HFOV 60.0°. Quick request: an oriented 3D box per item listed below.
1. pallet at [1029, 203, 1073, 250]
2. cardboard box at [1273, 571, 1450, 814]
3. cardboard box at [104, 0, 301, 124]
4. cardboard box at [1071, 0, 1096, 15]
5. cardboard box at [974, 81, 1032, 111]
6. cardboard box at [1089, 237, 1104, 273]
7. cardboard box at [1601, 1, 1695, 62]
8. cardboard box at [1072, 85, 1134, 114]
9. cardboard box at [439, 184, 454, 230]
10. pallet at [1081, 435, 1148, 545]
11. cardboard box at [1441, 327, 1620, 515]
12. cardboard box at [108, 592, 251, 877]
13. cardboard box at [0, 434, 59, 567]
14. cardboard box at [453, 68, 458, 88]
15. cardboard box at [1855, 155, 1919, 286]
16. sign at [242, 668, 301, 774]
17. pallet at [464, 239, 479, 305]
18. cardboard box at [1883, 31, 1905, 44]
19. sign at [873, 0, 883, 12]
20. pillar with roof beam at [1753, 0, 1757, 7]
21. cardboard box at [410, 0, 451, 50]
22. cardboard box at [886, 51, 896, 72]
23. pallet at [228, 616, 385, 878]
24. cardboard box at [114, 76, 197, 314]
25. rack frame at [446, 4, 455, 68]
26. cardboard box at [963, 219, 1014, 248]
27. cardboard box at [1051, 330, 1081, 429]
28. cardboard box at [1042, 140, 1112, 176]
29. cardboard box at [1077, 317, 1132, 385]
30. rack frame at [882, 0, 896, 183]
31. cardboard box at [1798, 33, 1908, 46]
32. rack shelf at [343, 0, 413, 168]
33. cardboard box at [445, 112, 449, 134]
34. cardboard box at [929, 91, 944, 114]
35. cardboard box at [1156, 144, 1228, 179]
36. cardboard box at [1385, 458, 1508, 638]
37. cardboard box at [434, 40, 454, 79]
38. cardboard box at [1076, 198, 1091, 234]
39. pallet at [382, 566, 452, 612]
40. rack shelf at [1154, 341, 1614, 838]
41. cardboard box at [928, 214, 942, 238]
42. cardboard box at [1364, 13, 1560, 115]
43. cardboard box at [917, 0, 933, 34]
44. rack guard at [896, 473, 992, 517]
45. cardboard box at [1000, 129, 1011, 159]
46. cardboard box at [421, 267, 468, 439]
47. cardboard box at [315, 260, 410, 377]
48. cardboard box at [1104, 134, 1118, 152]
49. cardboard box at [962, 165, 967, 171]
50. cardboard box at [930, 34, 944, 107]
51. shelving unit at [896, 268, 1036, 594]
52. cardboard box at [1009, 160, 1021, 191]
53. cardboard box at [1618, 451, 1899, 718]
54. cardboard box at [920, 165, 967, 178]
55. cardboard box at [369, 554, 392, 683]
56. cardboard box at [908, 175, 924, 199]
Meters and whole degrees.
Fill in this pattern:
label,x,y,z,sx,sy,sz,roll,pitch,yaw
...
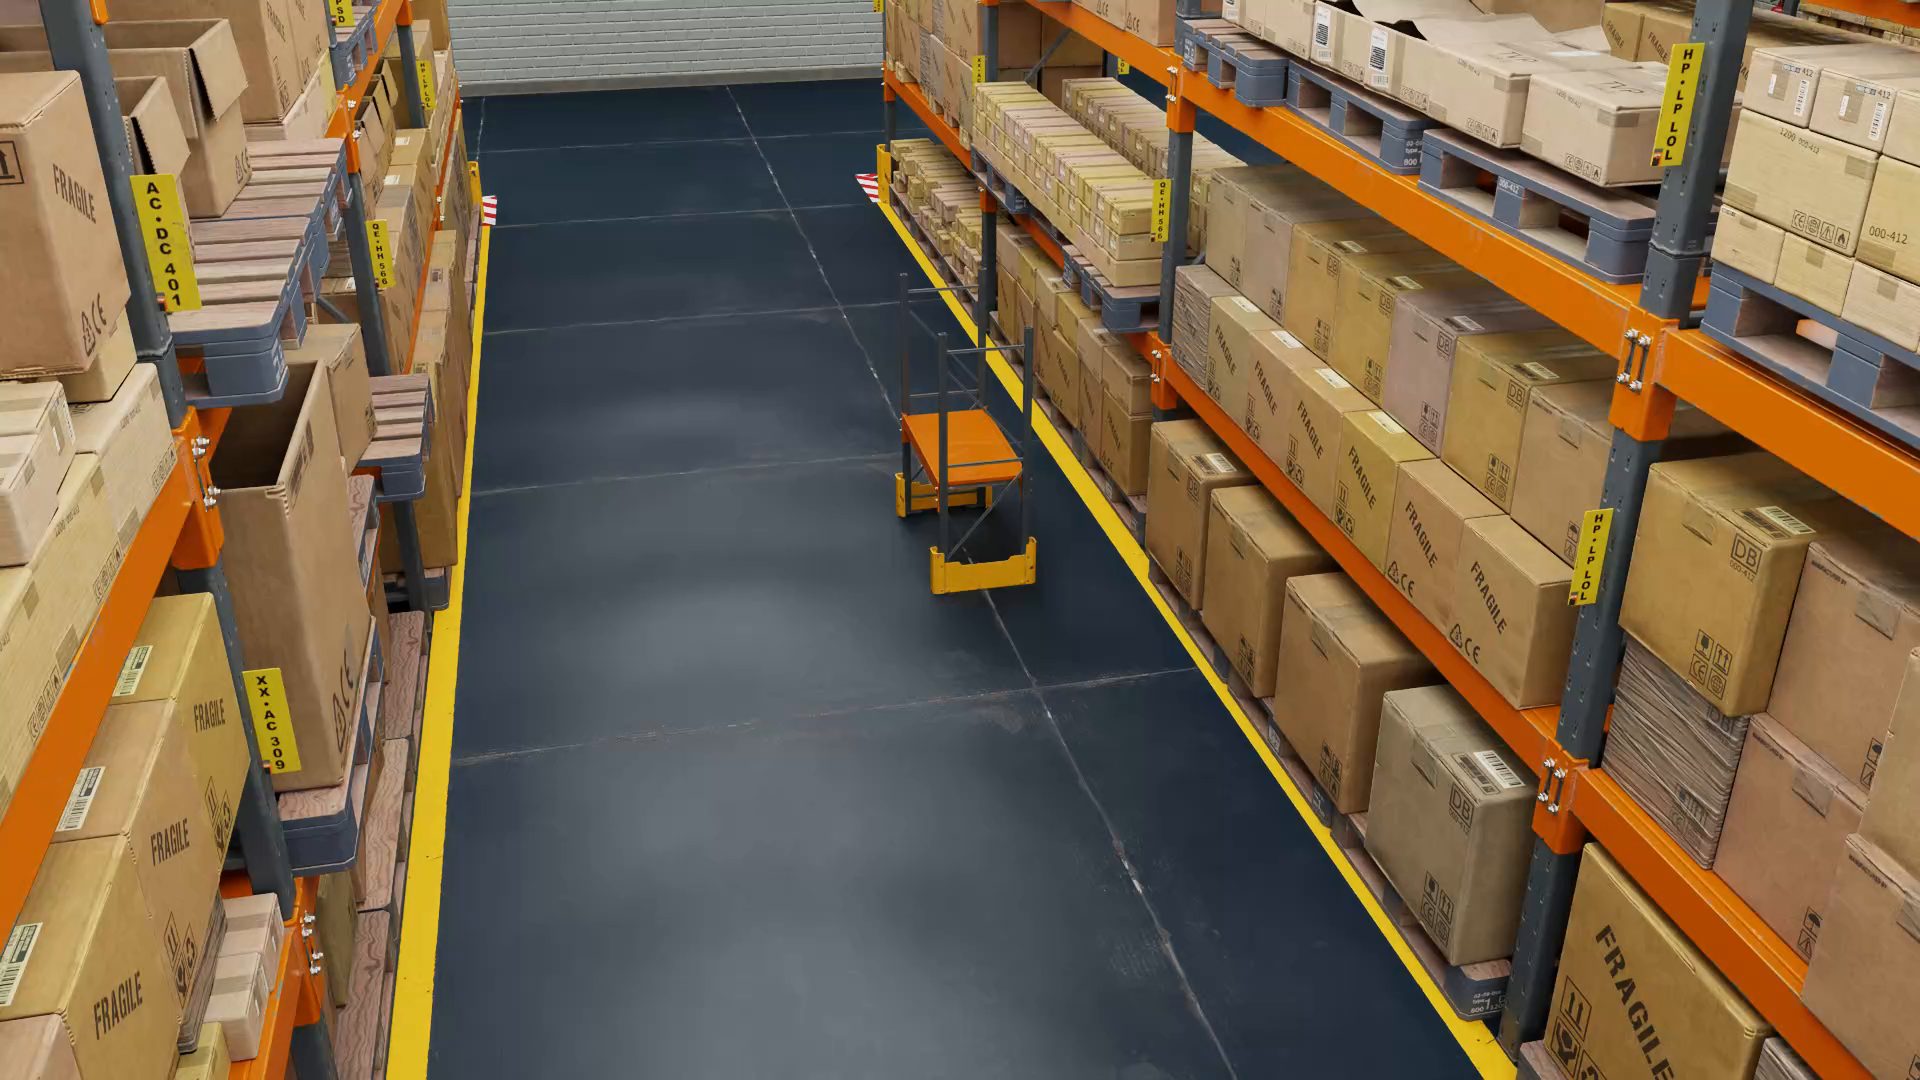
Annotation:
label,x,y,z,sx,sy,sz,roll,pitch,yaw
pallet,1.081,-2.059,10.712,1.003,0.211,1.213,-6,27,-12
cardboard box,2.028,0.606,7.250,1.050,0.750,0.750,-6,27,-12
cardboard box,-2.714,-1.800,5.992,0.500,0.500,0.500,-5,27,-11
cardboard box,0.957,-3.326,9.571,0.500,0.500,0.500,-6,27,-12
cardboard box,0.307,-3.157,11.827,0.380,0.149,0.250,-5,27,-9
cardboard box,0.954,-1.634,9.471,0.380,0.149,0.250,-6,27,-12
cardboard box,5.285,-3.851,12.830,0.500,0.500,0.500,-6,27,-11
cardboard box,1.008,-3.102,11.719,0.380,0.149,0.250,-7,28,-13
cardboard box,-4.260,-2.113,12.499,0.875,0.875,0.875,-6,27,-12
pallet,1.393,-0.378,10.264,1.003,0.211,1.213,-6,27,-12
cardboard box,2.233,-0.457,6.106,0.700,0.500,0.500,-6,27,-12
cardboard box,-2.017,0.482,3.916,0.500,0.500,0.500,-6,27,-12
cardboard box,-1.832,-0.054,2.924,0.380,0.149,0.250,-7,28,-13
cardboard box,-4.690,-4.097,14.817,0.380,0.149,0.250,-5,27,-11
cardboard box,2.421,-0.696,3.730,0.500,0.250,0.500,-6,27,-12
sign,-1.859,0.491,4.487,0.100,0.325,0.005,-6,27,-12
pallet,-4.563,-2.210,13.893,1.003,0.211,1.213,-6,27,-12
cardboard box,9.448,-4.989,16.584,0.380,0.149,0.250,-7,28,-13
sign,-0.764,-5.123,15.609,0.100,0.325,0.005,-6,27,-12
pillar with roof beam,5.476,-9.360,18.308,9.100,9.000,0.400,-6,27,-12
cardboard box,-4.725,-4.545,14.431,0.500,0.500,0.500,-6,27,-11
cardboard box,-0.482,-4.504,15.623,0.380,0.149,0.250,-6,27,-12
pallet,-2.417,0.671,5.304,1.003,0.211,1.213,-6,27,-12
cardboard box,-2.396,-0.853,4.202,0.797,0.503,0.637,-7,28,-14
rack frame,-5.091,-4.332,15.004,1.000,3.000,0.127,-6,27,-12
cardboard box,0.236,-2.454,13.320,0.380,0.149,0.250,-6,27,-11
cardboard box,0.916,-1.072,10.853,0.500,0.500,0.500,-7,28,-14
cardboard box,0.721,-2.357,10.243,0.380,0.149,0.250,-5,27,-9
cardboard box,1.033,-1.180,10.234,0.500,0.250,0.500,-6,27,-11
rack frame,-0.236,-4.791,15.914,1.000,3.000,0.127,-6,27,-12
cardboard box,6.161,-3.226,11.592,0.500,0.500,0.500,-6,27,-11
rack shelf,-3.739,-2.716,9.271,1.077,0.370,4.000,-6,27,-12
cardboard box,-4.285,-3.312,13.261,0.380,0.149,0.250,-7,28,-13
cardboard box,-0.049,-3.704,14.038,0.380,0.149,0.250,-5,27,-11
cardboard box,1.416,-2.304,10.137,0.380,0.149,0.250,-5,27,-9
cardboard box,1.977,0.008,6.294,0.500,0.500,0.500,-6,27,-12
cardboard box,-4.723,-4.212,14.602,0.500,0.250,0.500,-6,27,-12
cardboard box,0.889,-1.890,9.649,0.380,0.149,0.250,-5,27,-10
pallet,-3.392,0.071,9.375,1.003,0.211,1.213,-6,27,-12
rack shelf,2.018,-0.080,7.378,1.077,0.370,4.000,-6,27,-12
cardboard box,-0.068,-2.766,14.599,0.380,0.149,0.250,-6,27,-12
cardboard box,1.859,-1.802,6.184,0.500,0.311,0.500,-7,28,-13
cardboard box,-0.059,-4.516,13.818,0.500,0.500,0.500,-7,28,-13
rack guard,-0.095,-0.297,10.061,0.587,0.250,0.087,-6,27,-12
cardboard box,0.485,-2.683,11.219,0.380,0.149,0.250,-7,28,-14
cardboard box,-3.823,-1.144,10.579,1.225,0.875,0.875,-7,28,-13
cardboard box,-3.132,-1.106,8.501,0.500,0.500,0.500,-5,27,-10
cardboard box,1.185,-2.630,11.115,0.380,0.149,0.250,-7,28,-14
cardboard box,0.168,-3.516,15.755,0.380,0.149,0.250,-7,28,-13
cardboard box,0.055,-3.843,13.594,0.500,0.500,0.500,-6,27,-12
shelving unit,0.017,-0.636,9.346,0.587,1.500,1.083,-6,27,-12
cardboard box,0.541,-2.438,11.064,0.380,0.149,0.250,-7,28,-14
cardboard box,2.518,0.093,4.872,0.875,0.550,0.550,-6,27,-12
cardboard box,-0.147,-3.252,14.901,0.380,0.149,0.250,-5,27,-10
cardboard box,-3.117,0.392,7.931,0.700,0.500,0.500,-7,28,-14
cardboard box,-0.267,-3.235,15.198,0.380,0.149,0.250,-5,27,-10
